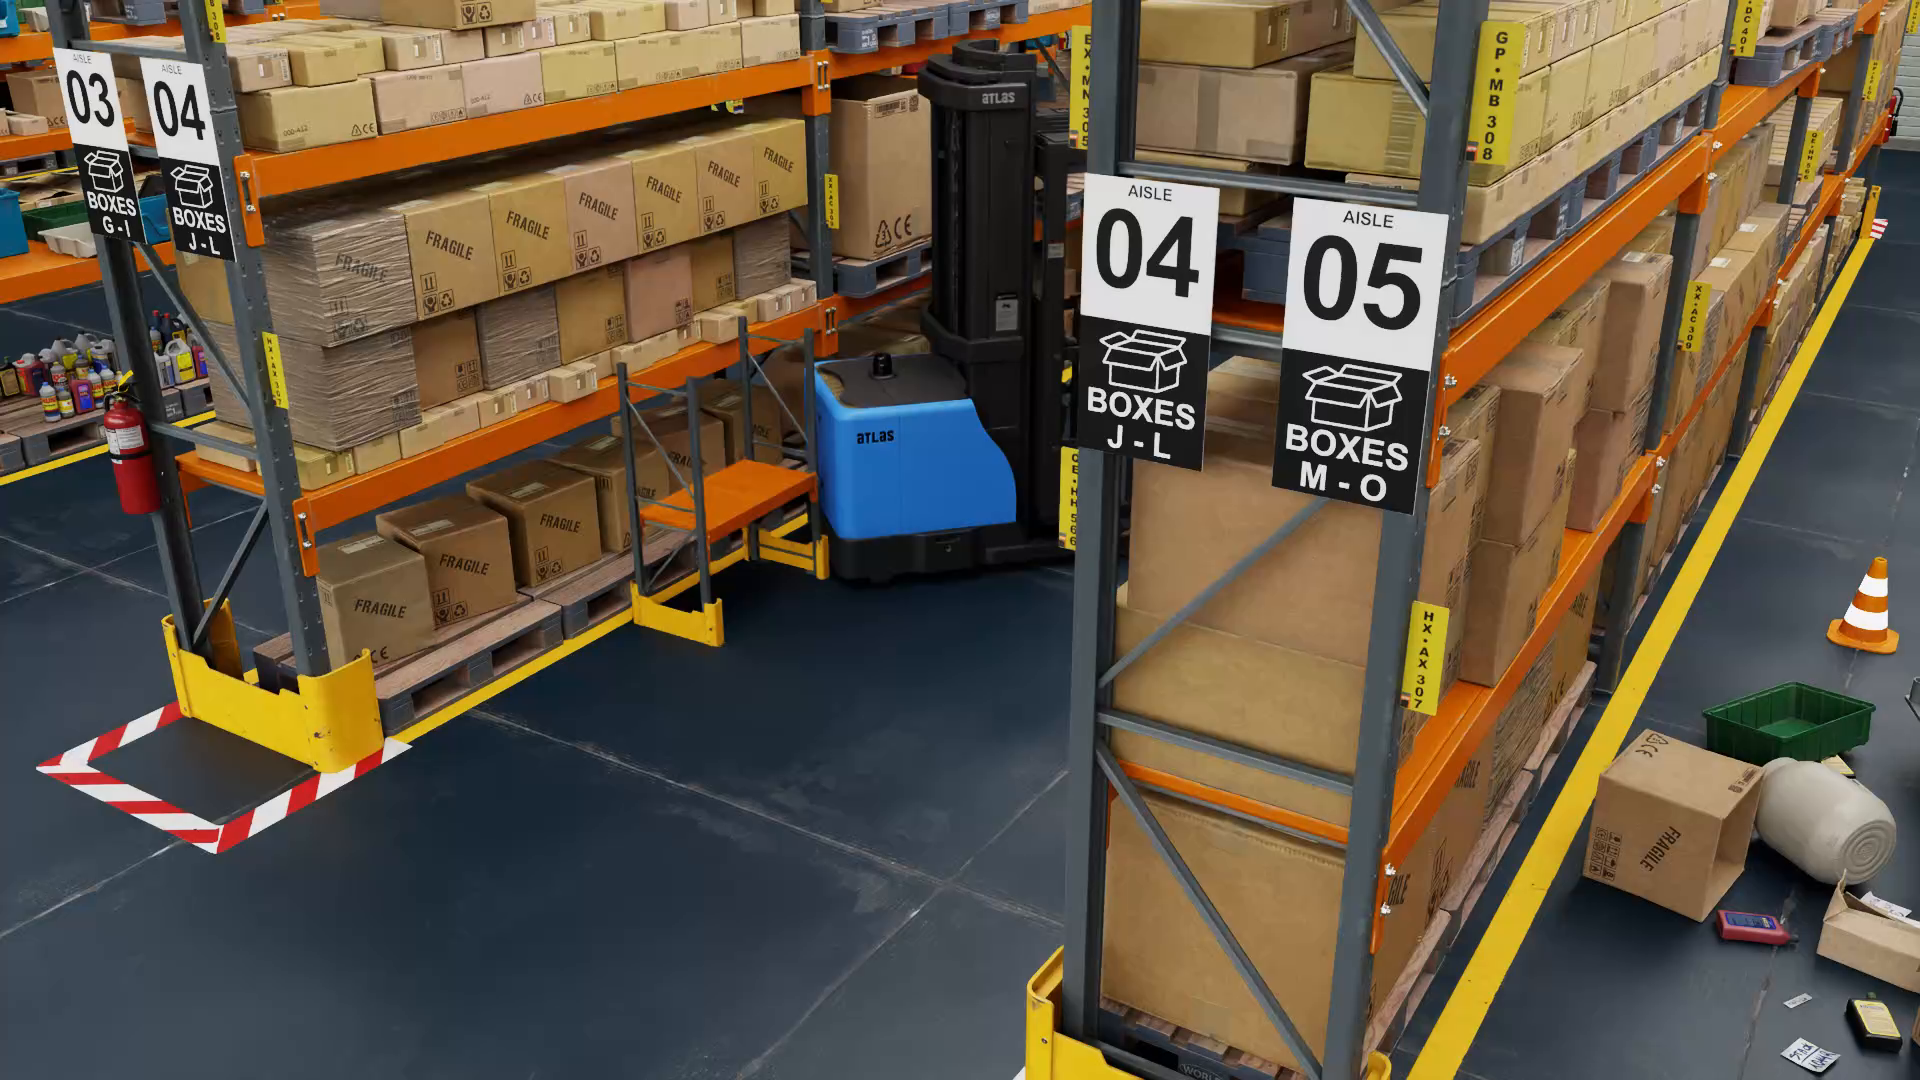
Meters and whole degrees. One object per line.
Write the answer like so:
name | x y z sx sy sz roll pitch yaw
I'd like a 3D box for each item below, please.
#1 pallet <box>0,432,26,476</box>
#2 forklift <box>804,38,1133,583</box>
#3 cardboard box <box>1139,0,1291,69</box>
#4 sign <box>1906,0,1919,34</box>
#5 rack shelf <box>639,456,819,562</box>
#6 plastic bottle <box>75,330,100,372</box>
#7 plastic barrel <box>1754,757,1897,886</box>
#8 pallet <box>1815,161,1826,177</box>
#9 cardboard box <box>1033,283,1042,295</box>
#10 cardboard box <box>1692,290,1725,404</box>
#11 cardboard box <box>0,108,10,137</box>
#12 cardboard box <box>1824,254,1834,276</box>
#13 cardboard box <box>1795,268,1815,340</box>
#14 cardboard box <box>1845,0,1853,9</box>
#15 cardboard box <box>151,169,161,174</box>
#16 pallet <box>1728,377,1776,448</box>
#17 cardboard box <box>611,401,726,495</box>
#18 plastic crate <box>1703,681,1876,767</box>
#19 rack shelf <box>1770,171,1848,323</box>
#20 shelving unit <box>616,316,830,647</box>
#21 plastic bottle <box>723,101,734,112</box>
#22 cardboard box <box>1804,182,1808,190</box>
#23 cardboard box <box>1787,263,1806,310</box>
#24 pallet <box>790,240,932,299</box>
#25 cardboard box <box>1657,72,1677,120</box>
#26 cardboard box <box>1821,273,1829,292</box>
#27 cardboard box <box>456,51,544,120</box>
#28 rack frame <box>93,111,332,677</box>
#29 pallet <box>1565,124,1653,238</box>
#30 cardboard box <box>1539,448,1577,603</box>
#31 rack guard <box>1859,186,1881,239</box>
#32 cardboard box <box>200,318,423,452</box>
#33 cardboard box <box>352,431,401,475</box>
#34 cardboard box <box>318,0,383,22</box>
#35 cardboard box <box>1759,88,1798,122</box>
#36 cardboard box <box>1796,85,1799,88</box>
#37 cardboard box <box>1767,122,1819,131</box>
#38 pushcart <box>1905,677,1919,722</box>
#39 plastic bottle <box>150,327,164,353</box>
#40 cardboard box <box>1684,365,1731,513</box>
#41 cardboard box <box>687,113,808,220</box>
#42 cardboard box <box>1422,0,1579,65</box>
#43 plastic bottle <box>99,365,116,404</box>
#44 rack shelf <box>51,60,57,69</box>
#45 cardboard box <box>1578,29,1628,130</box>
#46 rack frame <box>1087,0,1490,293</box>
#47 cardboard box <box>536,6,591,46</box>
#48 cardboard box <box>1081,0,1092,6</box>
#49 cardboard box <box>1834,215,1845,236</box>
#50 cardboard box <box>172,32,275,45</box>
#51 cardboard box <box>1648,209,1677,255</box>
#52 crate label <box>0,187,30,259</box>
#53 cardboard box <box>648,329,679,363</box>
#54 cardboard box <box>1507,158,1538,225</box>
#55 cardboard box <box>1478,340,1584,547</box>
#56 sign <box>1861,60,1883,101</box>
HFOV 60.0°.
pallet | -7.136 -0.501 11.142 1.003 0.211 1.213 14 27 29
forklift | 0.623 -1.411 9.821 3.031 2.935 1.130 -7 24 -15
cardboard box | 0.688 -1.411 4.617 0.380 0.149 0.250 14 27 29
sign | 9.700 -5.314 16.895 0.100 0.325 0.005 14 27 29
rack shelf | -1.289 -0.188 9.246 0.538 0.185 1.000 13 27 28
plastic bottle | -6.562 -1.416 12.525 0.144 0.351 0.185 14 27 29
plastic barrel | 3.614 1.176 7.001 0.421 0.421 0.512 -7 24 -17
pallet | 6.602 -3.095 13.866 1.003 0.211 1.213 14 27 29
cardboard box | 0.240 -1.769 13.153 0.700 0.500 0.500 11 26 25
cardboard box | 3.681 -1.048 8.770 0.500 0.500 0.500 14 27 29
cardboard box | -9.443 -3.968 15.829 0.500 0.250 0.500 16 28 32
cardboard box | 7.592 -2.487 14.905 0.380 0.149 0.250 15 28 31
cardboard box | 6.682 -1.981 13.668 0.500 0.500 0.500 13 27 28
cardboard box | 5.804 -3.790 11.329 0.500 0.500 0.500 14 27 29
cardboard box | -8.160 -3.825 17.536 0.500 0.311 0.500 14 27 29
pallet | 5.432 -1.045 12.397 1.003 0.211 1.213 14 27 29
cardboard box | -1.792 -0.508 10.266 0.500 0.500 0.500 -18 29 -36
plastic crate | 3.930 0.887 7.894 0.662 0.188 0.450 -12 16 -26
rack shelf | 6.074 -2.406 12.937 1.077 0.370 4.000 14 27 29
shelving unit | -1.285 -0.356 9.182 0.587 1.500 1.083 13 27 28
plastic bottle | -2.371 -4.467 16.939 0.061 0.283 0.133 14 27 29
cardboard box | 6.262 -2.782 12.689 0.380 0.149 0.250 13 27 27
cardboard box | 6.128 -1.968 12.694 0.500 0.250 0.500 14 27 29
pallet | -0.725 -1.924 11.159 1.003 0.211 1.213 14 27 29
cardboard box | 2.453 -1.678 6.236 0.380 0.149 0.250 14 27 30
cardboard box | 7.594 -2.351 14.964 0.380 0.149 0.250 13 26 27
cardboard box | -2.356 -2.192 7.951 0.500 0.250 0.500 14 27 29
rack frame | -3.362 -0.434 7.477 1.000 3.000 0.127 14 27 29
pallet | 1.824 -1.363 5.958 1.003 0.211 1.213 14 27 29
cardboard box | 1.874 -0.105 6.527 0.875 0.550 0.500 14 27 29
rack guard | 9.199 -3.588 17.909 1.175 0.500 0.348 14 27 29
cardboard box | -3.048 -0.796 7.814 0.875 0.500 0.500 14 27 29
cardboard box | -2.860 -0.446 7.820 0.380 0.149 0.250 14 27 29
cardboard box | -2.759 -2.799 8.034 0.500 0.500 0.500 14 27 29
cardboard box | 7.144 -3.816 14.788 0.500 0.500 0.500 14 27 29
cardboard box | 7.147 -4.267 14.573 0.500 0.500 0.500 13 27 27
cardboard box | 6.254 -3.054 12.568 0.380 0.149 0.250 13 27 28
pushcart | 5.204 1.035 7.384 1.648 0.377 0.936 5 24 11
plastic bottle | -6.212 -1.512 12.848 0.097 0.271 0.097 0 23 0
cardboard box | 4.163 -0.739 10.484 1.050 0.750 0.750 14 27 30
cardboard box | -1.255 -2.216 9.834 0.500 0.500 0.500 14 27 29
cardboard box | 1.513 -1.443 4.690 0.380 0.149 0.250 13 27 28
plastic bottle | -6.115 -1.118 11.937 0.097 0.271 0.097 0 23 0
rack shelf | -10.711 -6.593 22.610 1.077 0.370 4.000 14 27 29
cardboard box | 1.804 -1.495 5.311 0.500 0.250 0.500 14 27 29
rack frame | 0.799 -2.114 3.806 1.000 3.000 0.127 14 27 29
cardboard box | -2.085 -2.586 8.360 0.380 0.149 0.250 13 26 27
cardboard box | 0.816 -4.230 12.659 0.500 0.250 0.500 14 27 29
cardboard box | 8.096 -2.979 15.667 0.380 0.149 0.250 15 27 30
cardboard box | -3.243 -2.147 7.346 0.380 0.149 0.250 13 27 27
cardboard box | 3.166 -1.384 8.287 0.700 0.500 0.500 13 27 28
crate label | -6.828 -2.166 11.434 0.502 0.435 0.616 14 27 29
cardboard box | -1.817 -1.123 9.385 0.380 0.149 0.250 14 27 29
cardboard box | 1.386 -0.995 4.659 0.380 0.149 0.250 14 27 29
cardboard box | 1.650 -0.408 5.868 0.875 0.550 0.550 14 27 29
sign | 7.602 -3.827 13.857 0.100 0.325 0.005 14 27 29
